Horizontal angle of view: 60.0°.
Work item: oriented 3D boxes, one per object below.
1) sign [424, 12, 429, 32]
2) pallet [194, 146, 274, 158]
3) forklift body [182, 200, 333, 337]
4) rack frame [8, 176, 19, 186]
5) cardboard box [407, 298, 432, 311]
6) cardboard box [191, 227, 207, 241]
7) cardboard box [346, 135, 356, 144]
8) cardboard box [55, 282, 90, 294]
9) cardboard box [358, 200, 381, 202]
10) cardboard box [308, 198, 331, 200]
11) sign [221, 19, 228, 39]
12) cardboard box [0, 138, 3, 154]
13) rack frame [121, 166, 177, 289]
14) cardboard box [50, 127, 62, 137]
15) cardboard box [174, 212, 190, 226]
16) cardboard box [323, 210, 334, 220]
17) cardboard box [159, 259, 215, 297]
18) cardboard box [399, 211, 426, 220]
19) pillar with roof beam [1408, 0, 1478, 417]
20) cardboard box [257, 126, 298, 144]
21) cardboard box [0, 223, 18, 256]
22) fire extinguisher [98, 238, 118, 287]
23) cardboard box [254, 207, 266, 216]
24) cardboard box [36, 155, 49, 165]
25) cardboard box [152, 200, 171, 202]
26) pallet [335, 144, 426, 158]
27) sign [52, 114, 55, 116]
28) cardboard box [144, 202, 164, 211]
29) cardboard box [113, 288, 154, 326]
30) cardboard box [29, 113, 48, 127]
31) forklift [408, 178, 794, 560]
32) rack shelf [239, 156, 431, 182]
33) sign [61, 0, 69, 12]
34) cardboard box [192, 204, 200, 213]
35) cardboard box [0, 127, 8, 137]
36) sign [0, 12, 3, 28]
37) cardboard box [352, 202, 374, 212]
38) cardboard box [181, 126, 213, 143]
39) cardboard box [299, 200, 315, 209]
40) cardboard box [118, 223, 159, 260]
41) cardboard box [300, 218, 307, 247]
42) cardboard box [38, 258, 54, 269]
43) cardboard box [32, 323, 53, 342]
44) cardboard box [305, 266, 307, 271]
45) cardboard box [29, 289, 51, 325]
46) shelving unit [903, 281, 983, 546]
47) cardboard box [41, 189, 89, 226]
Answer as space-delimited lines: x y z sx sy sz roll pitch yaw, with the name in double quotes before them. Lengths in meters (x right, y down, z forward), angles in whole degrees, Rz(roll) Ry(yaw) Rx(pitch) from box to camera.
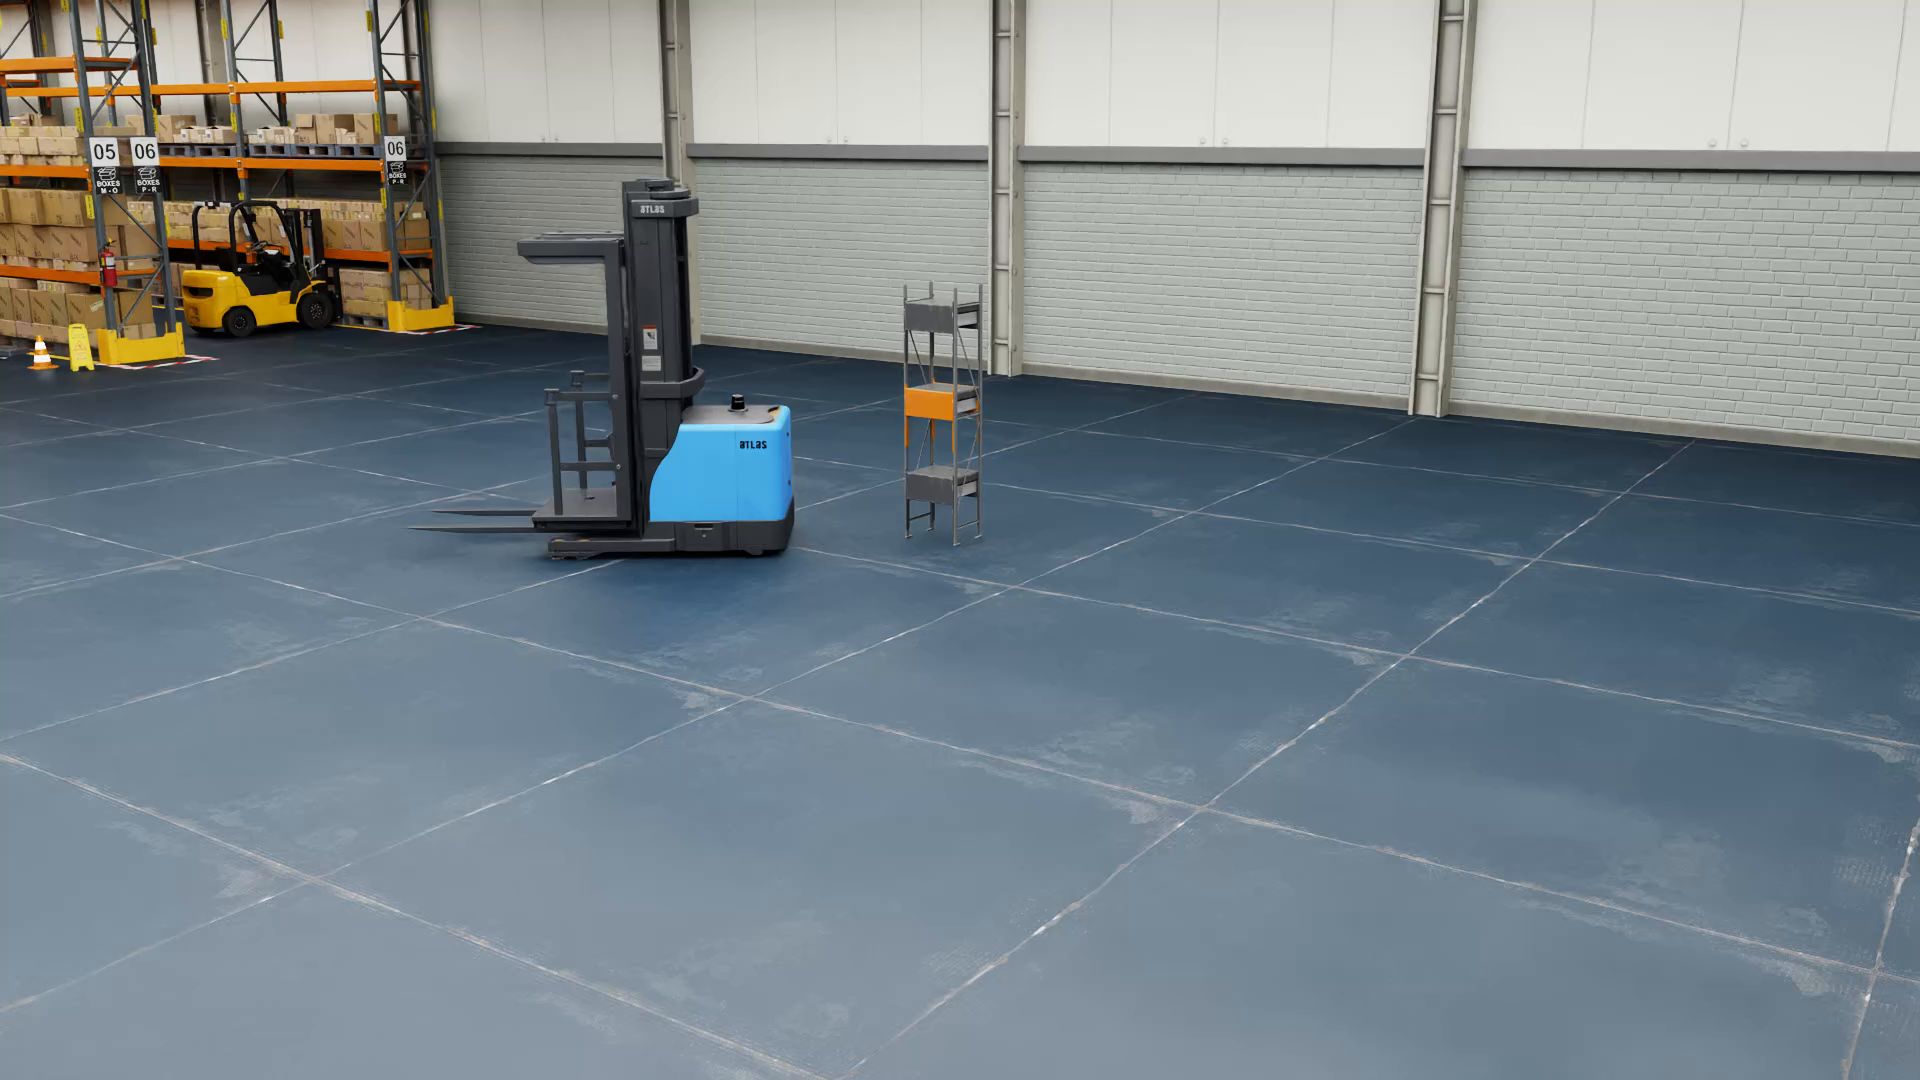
"sign" -8.938 -8.658 27.798 0.005 0.325 0.100 9 17 33
"pallet" -13.311 -7.121 30.504 1.217 0.209 0.805 8 16 31
"forklift body" -11.845 -4.584 27.867 1.214 2.155 2.313 9 17 33
"rack frame" -15.339 -4.652 26.374 0.127 3.000 1.000 9 17 33
"cardboard box" -9.551 -4.080 28.910 0.500 0.250 0.500 9 17 33
"cardboard box" -13.951 -5.724 31.016 0.500 0.250 0.500 9 17 33
"cardboard box" -10.110 -6.743 28.018 0.250 0.149 0.380 9 16 31
"cardboard box" -13.172 -3.755 24.687 0.250 0.149 0.380 10 17 34
"cardboard box" -10.267 -5.842 29.004 0.250 0.149 0.380 10 17 35
"cardboard box" -11.484 -6.072 29.932 0.250 0.149 0.380 9 16 32
"sign" -12.865 -8.937 29.088 0.005 0.325 0.100 9 17 33
"cardboard box" -14.285 -5.929 24.983 0.500 0.250 0.500 9 17 33
"rack frame" -15.891 -6.179 32.541 0.127 3.000 1.000 9 17 33
"cardboard box" -12.880 -5.896 24.020 0.250 0.149 0.380 9 16 32
"cardboard box" -14.382 -6.036 31.235 0.500 0.250 0.500 9 17 34
"cardboard box" -10.775 -5.627 28.754 0.250 0.149 0.380 9 17 33
"cardboard box" -14.835 -5.057 32.079 0.625 0.625 0.875 10 17 35
"cardboard box" -9.390 -5.567 28.510 0.250 0.149 0.380 9 16 31
"pillar with roof beam" 3.206 -5.019 15.370 0.400 9.000 9.100 9 17 33
"cardboard box" -12.018 -7.147 29.315 0.500 0.311 0.500 10 17 34
"cardboard box" -14.291 -4.598 25.328 0.500 0.500 0.500 9 17 32
"fire extinguisher" -12.182 -3.971 23.783 0.183 0.674 0.296 9 17 33
"cardboard box" -12.454 -5.911 29.899 0.250 0.149 0.380 9 16 32
"cardboard box" -13.305 -5.582 24.412 0.250 0.149 0.380 9 17 32
"cardboard box" -15.508 -6.539 32.438 0.250 0.149 0.380 10 17 35
"pallet" -9.825 -6.619 28.261 1.213 0.211 1.003 9 17 33
"sign" -18.903 -8.725 34.687 0.005 0.325 0.100 9 17 33
"cardboard box" -15.341 -6.376 31.779 0.250 0.149 0.380 10 17 34
"cardboard box" -12.555 -3.515 25.069 0.500 0.500 0.500 9 16 31
"cardboard box" -18.918 -8.620 34.119 0.258 0.266 0.396 9 16 32
"forklift" -2.911 -1.392 13.346 3.031 2.935 1.130 0 14 -1
"rack shelf" -10.912 -6.481 29.016 4.000 0.370 1.077 9 17 33
"sign" -12.347 -7.450 22.919 0.005 0.325 0.100 9 17 33
"cardboard box" -14.056 -6.173 30.959 0.250 0.149 0.380 9 17 33
"cardboard box" -14.149 -6.102 24.853 0.250 0.149 0.380 9 16 32
"sign" -15.021 -8.162 25.958 0.005 0.325 0.100 9 17 33
"cardboard box" -10.122 -5.676 28.334 0.250 0.149 0.380 10 17 34
"cardboard box" -13.945 -7.459 30.573 0.500 0.311 0.500 9 16 31
"cardboard box" -11.360 -5.891 29.202 0.250 0.149 0.380 9 17 33
"cardboard box" -12.258 -4.427 24.639 0.500 0.500 0.500 9 16 32
"cardboard box" -11.487 -5.445 29.369 0.500 0.500 0.500 9 17 32
"cardboard box" -13.550 -4.159 24.904 0.250 0.149 0.380 9 17 32
"cardboard box" -13.704 -3.180 25.274 0.500 0.250 0.500 8 16 31
"cardboard box" -11.508 -4.734 29.473 0.500 0.250 0.500 10 17 35
"cardboard box" -13.680 -3.543 25.180 0.500 0.500 0.500 9 16 32
"shelving unit" -0.137 -1.041 13.661 0.503 2.100 0.431 9 17 33
"cardboard box" -12.982 -4.888 24.420 0.500 0.500 0.700 9 17 33
